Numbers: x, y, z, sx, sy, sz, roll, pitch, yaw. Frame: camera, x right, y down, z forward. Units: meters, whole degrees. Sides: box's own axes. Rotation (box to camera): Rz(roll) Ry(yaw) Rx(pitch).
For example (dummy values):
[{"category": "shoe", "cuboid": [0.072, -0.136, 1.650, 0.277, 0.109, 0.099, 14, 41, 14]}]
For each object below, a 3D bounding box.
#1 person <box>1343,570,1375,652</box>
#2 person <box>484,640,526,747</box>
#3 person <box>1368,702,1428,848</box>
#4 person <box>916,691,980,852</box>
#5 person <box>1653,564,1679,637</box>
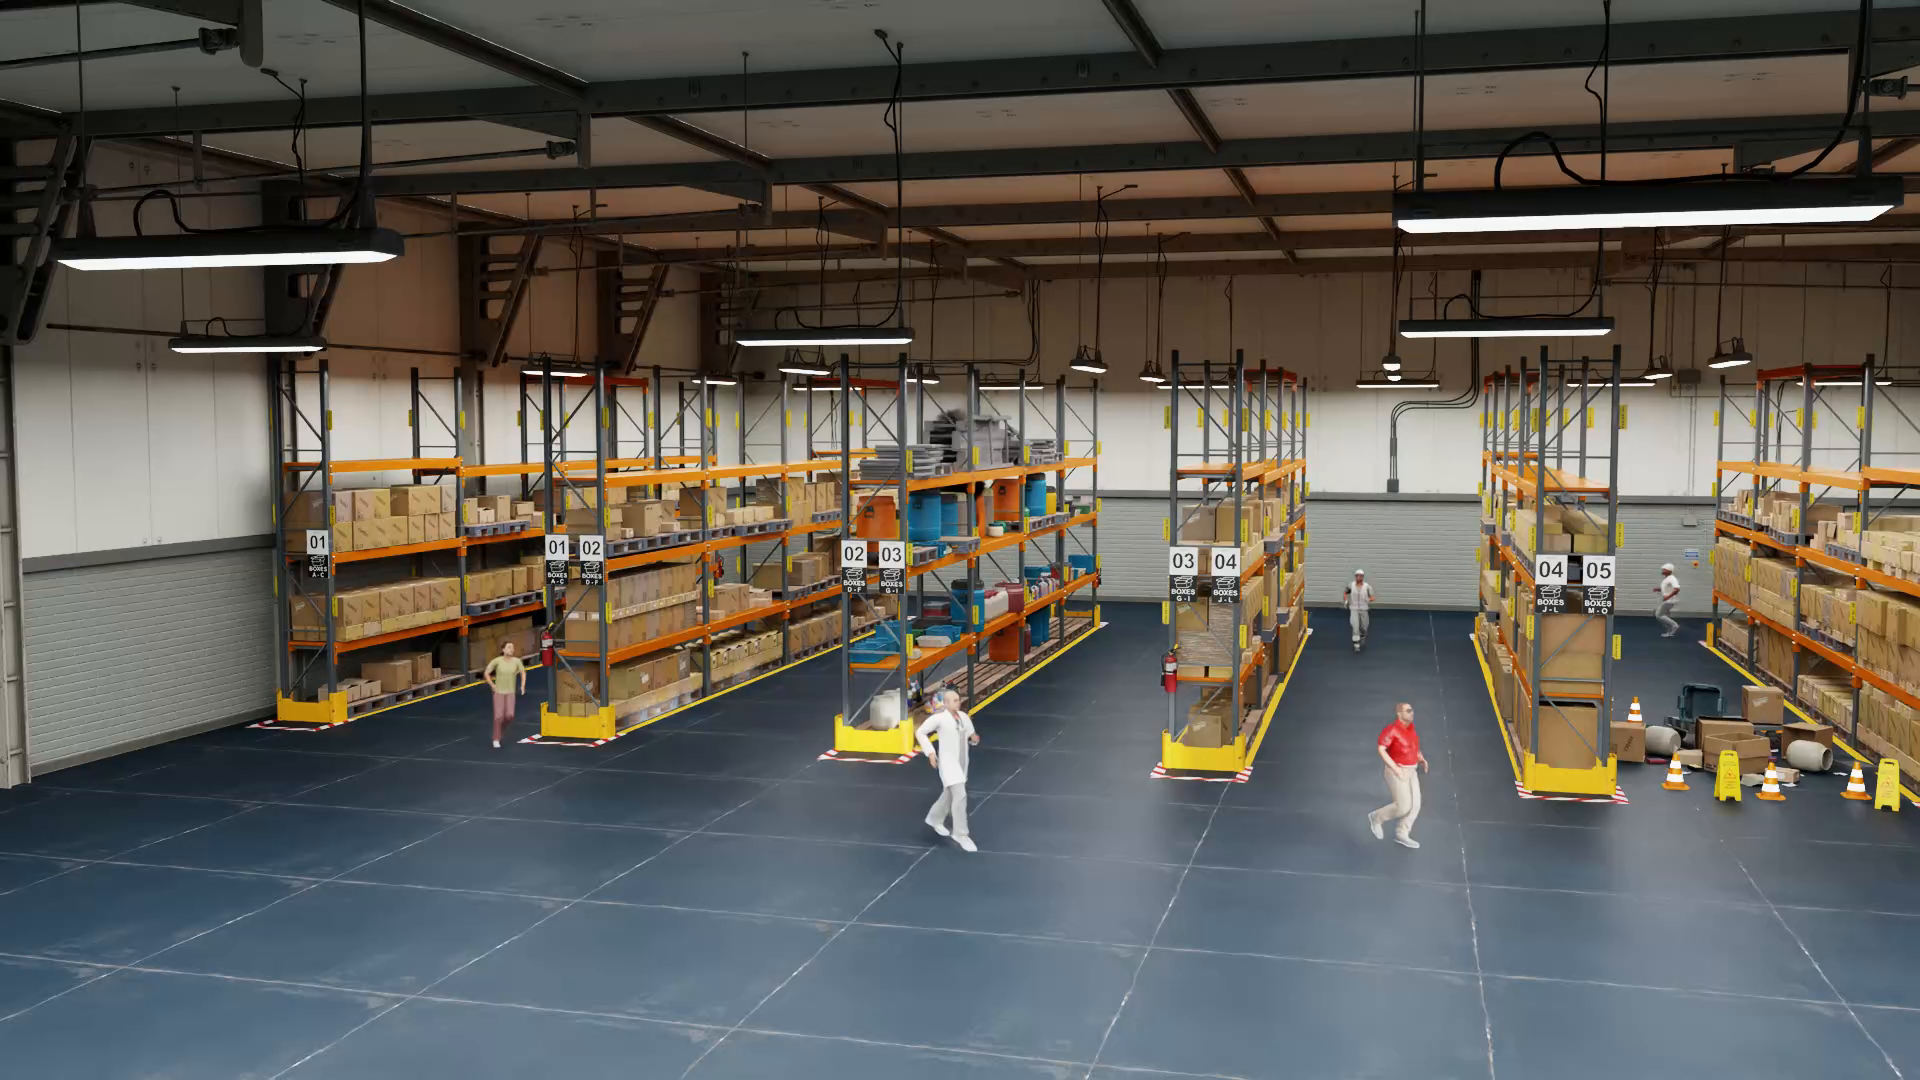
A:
[{"category": "person", "cuboid": [8.638, 1.528, 36.016, 0.669, 1.765, 0.919, 1, 4, 11]}, {"category": "person", "cuboid": [-6.972, 2.357, 25.562, 0.646, 1.630, 0.514, -2, 5, -26]}, {"category": "person", "cuboid": [5.178, 2.751, 19.654, 0.684, 1.703, 0.602, -4, 6, -42]}, {"category": "person", "cuboid": [-0.102, 2.690, 19.626, 0.920, 1.831, 0.677, 3, 5, 40]}, {"category": "person", "cuboid": [16.267, 1.390, 38.308, 0.601, 1.708, 0.716, 2, 4, 21]}]
